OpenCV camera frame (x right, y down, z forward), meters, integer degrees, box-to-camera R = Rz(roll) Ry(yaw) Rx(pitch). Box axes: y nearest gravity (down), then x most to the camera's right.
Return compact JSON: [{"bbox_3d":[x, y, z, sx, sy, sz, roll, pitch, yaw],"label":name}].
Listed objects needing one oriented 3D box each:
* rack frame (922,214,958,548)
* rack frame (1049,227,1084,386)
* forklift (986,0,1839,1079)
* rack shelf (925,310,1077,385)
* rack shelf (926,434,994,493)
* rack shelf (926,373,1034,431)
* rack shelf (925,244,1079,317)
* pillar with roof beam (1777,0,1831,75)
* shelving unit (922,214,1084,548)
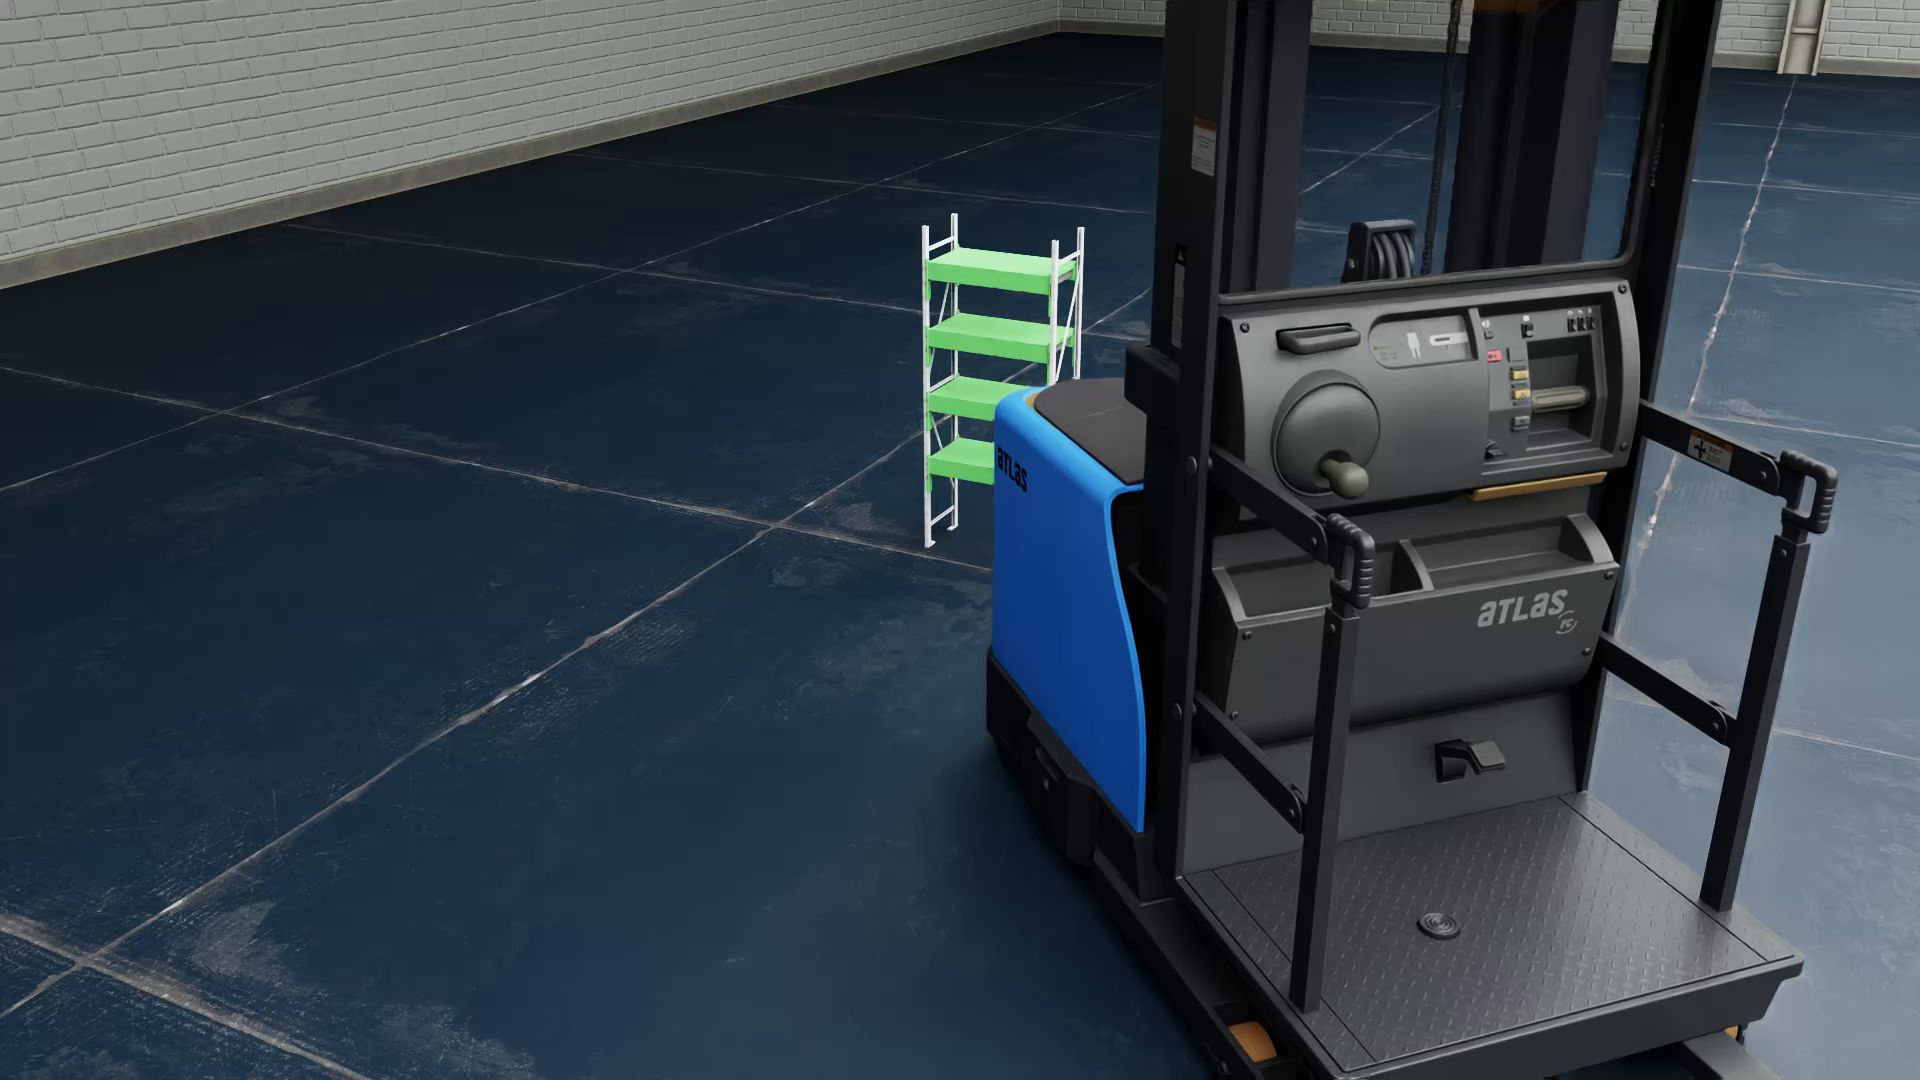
[{"bbox_3d":[-0.070,-0.566,6.048,0.015,1.200,0.240,11,25,25],"label":"rack frame"},{"bbox_3d":[0.365,-0.480,5.845,0.015,1.200,0.240,11,25,25],"label":"rack frame"},{"bbox_3d":[1.043,-0.280,3.164,1.130,2.935,3.031,-8,24,-18],"label":"forklift"},{"bbox_3d":[0.148,-0.685,5.878,0.480,0.148,0.258,11,25,25],"label":"rack shelf"},{"bbox_3d":[0.148,-0.243,6.065,0.480,0.148,0.258,11,25,25],"label":"rack shelf"},{"bbox_3d":[0.148,-0.464,5.971,0.480,0.148,0.258,11,25,25],"label":"rack shelf"},{"bbox_3d":[0.148,-0.906,5.784,0.480,0.148,0.258,11,25,25],"label":"rack shelf"},{"bbox_3d":[7.330,-7.814,13.126,0.400,9.000,9.100,11,25,25],"label":"pillar with roof beam"},{"bbox_3d":[0.148,-0.523,5.946,0.503,1.200,0.258,11,25,25],"label":"shelving unit"}]
